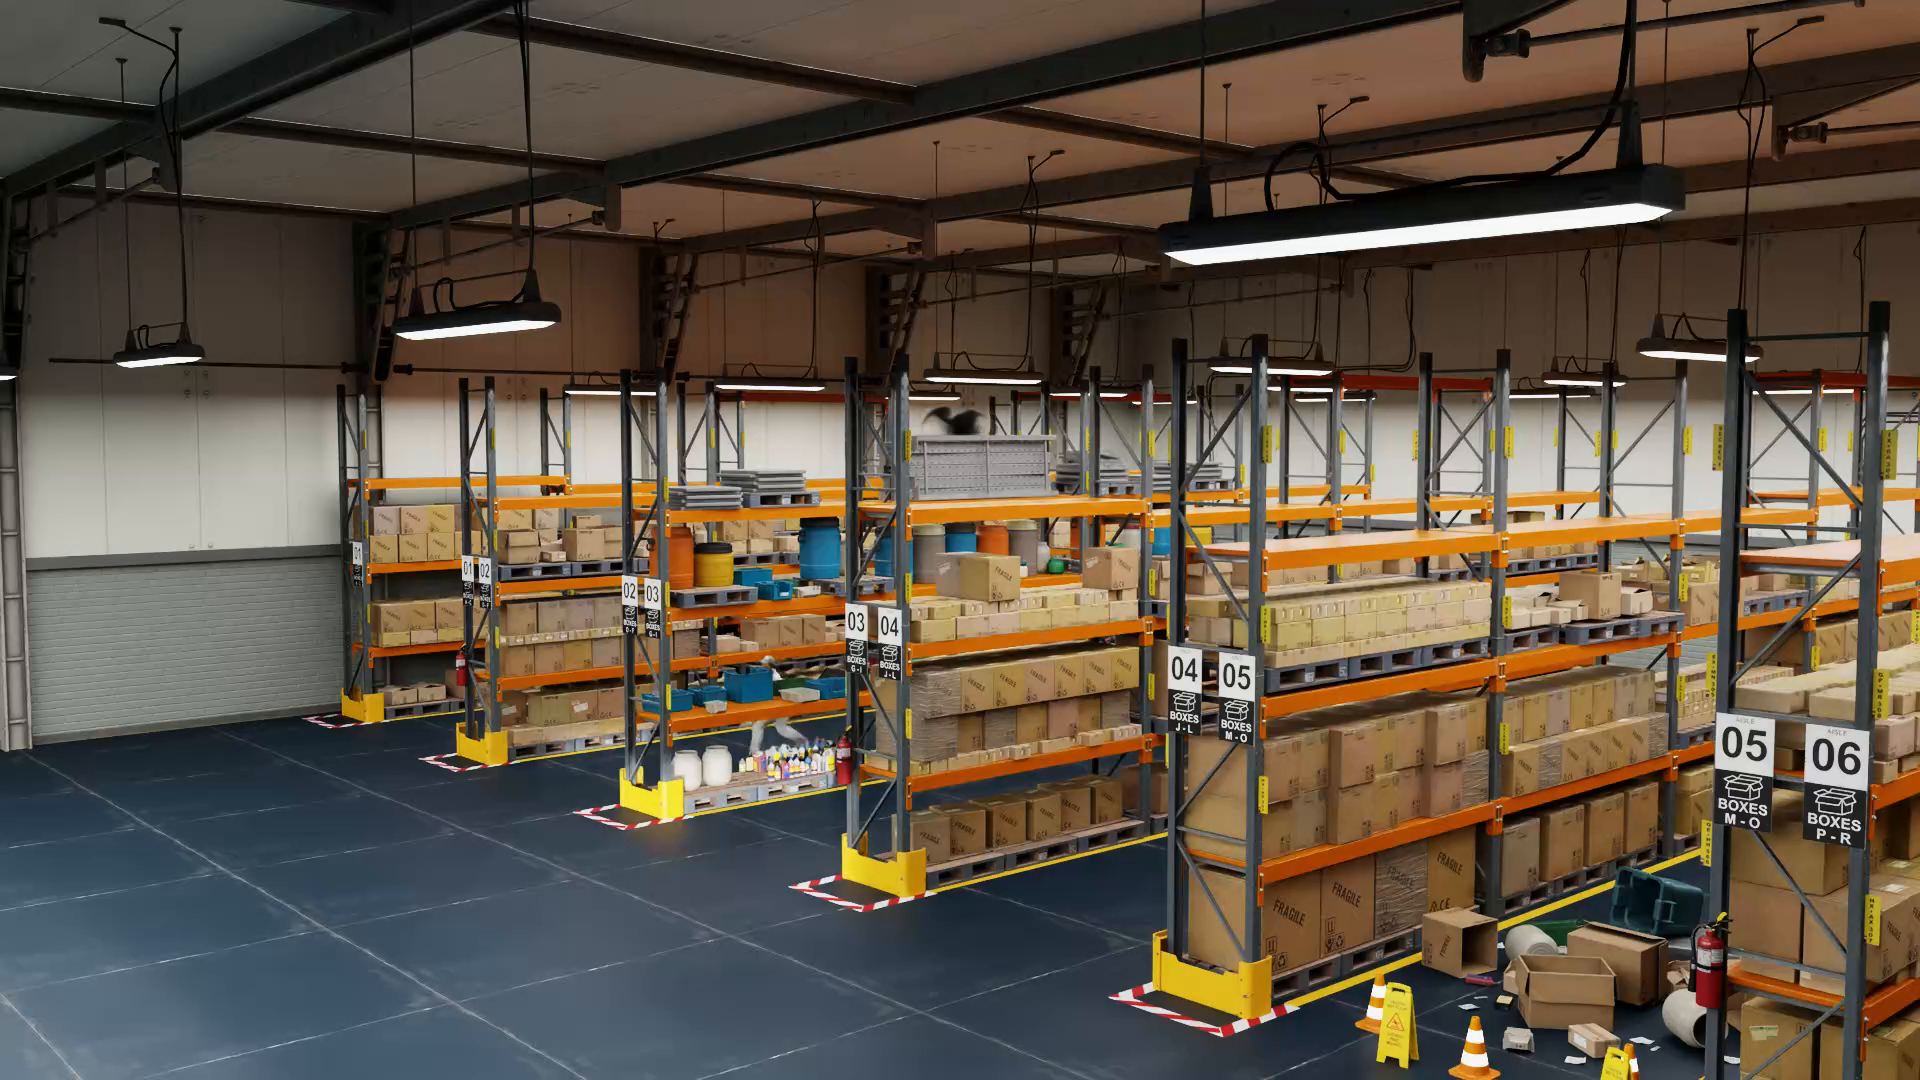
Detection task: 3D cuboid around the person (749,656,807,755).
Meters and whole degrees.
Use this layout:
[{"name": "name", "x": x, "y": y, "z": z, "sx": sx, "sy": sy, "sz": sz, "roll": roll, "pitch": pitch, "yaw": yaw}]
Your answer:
[{"name": "person", "x": -2.877, "y": 2.652, "z": 26.003, "sx": 1.048, "sy": 1.711, "sz": 0.561, "roll": -3, "pitch": 5, "yaw": -37}]

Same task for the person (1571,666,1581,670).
[{"name": "person", "x": 9.359, "y": 2.707, "z": 24.871, "sx": 0.728, "sy": 1.729, "sz": 1.054, "roll": 3, "pitch": 5, "yaw": 38}]
